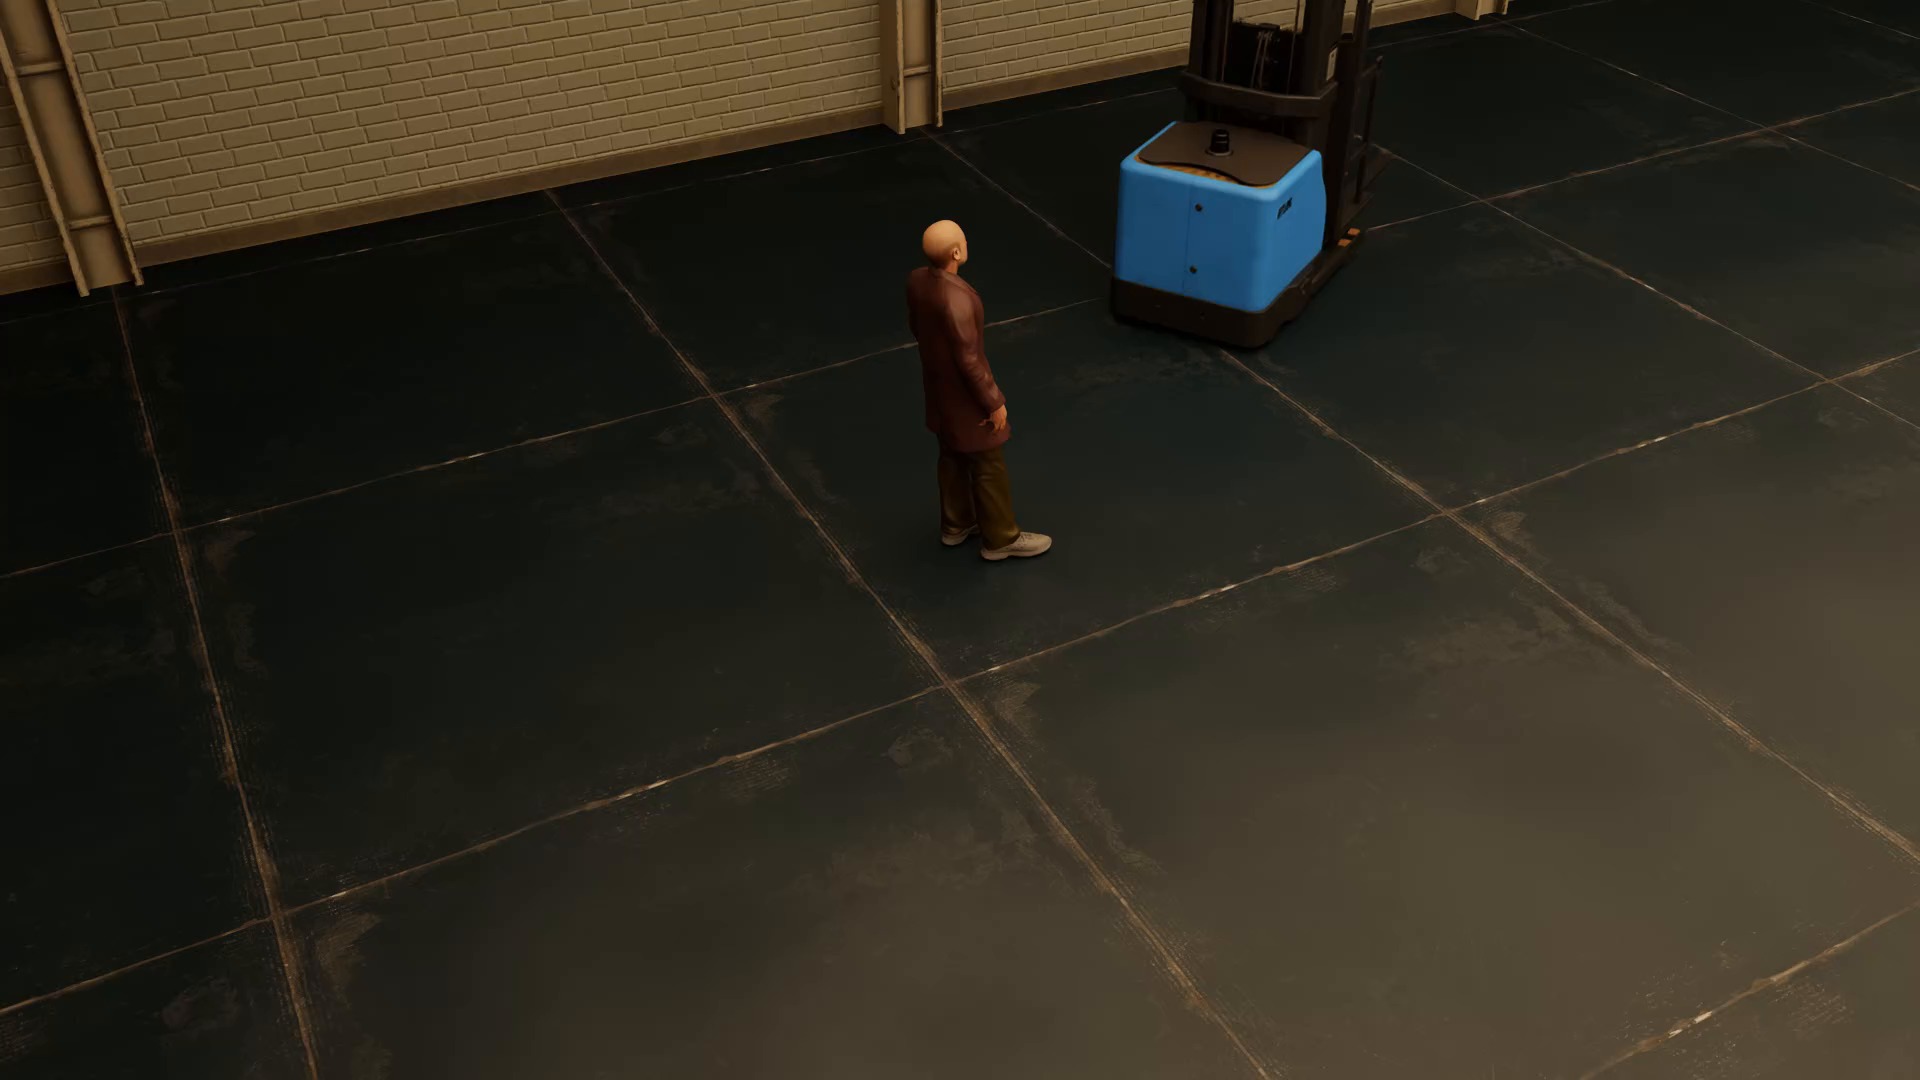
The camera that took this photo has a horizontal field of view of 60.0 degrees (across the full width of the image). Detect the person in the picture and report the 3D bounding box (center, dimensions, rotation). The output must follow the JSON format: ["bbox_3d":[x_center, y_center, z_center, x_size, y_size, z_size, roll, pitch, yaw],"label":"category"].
[{"bbox_3d":[0.083,-0.755,8.177,0.579,1.778,0.698,-17,39,-23],"label":"person"}]

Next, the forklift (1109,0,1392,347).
[{"bbox_3d":[2.135,-3.203,10.654,1.130,2.935,3.031,19,39,24],"label":"forklift"}]
